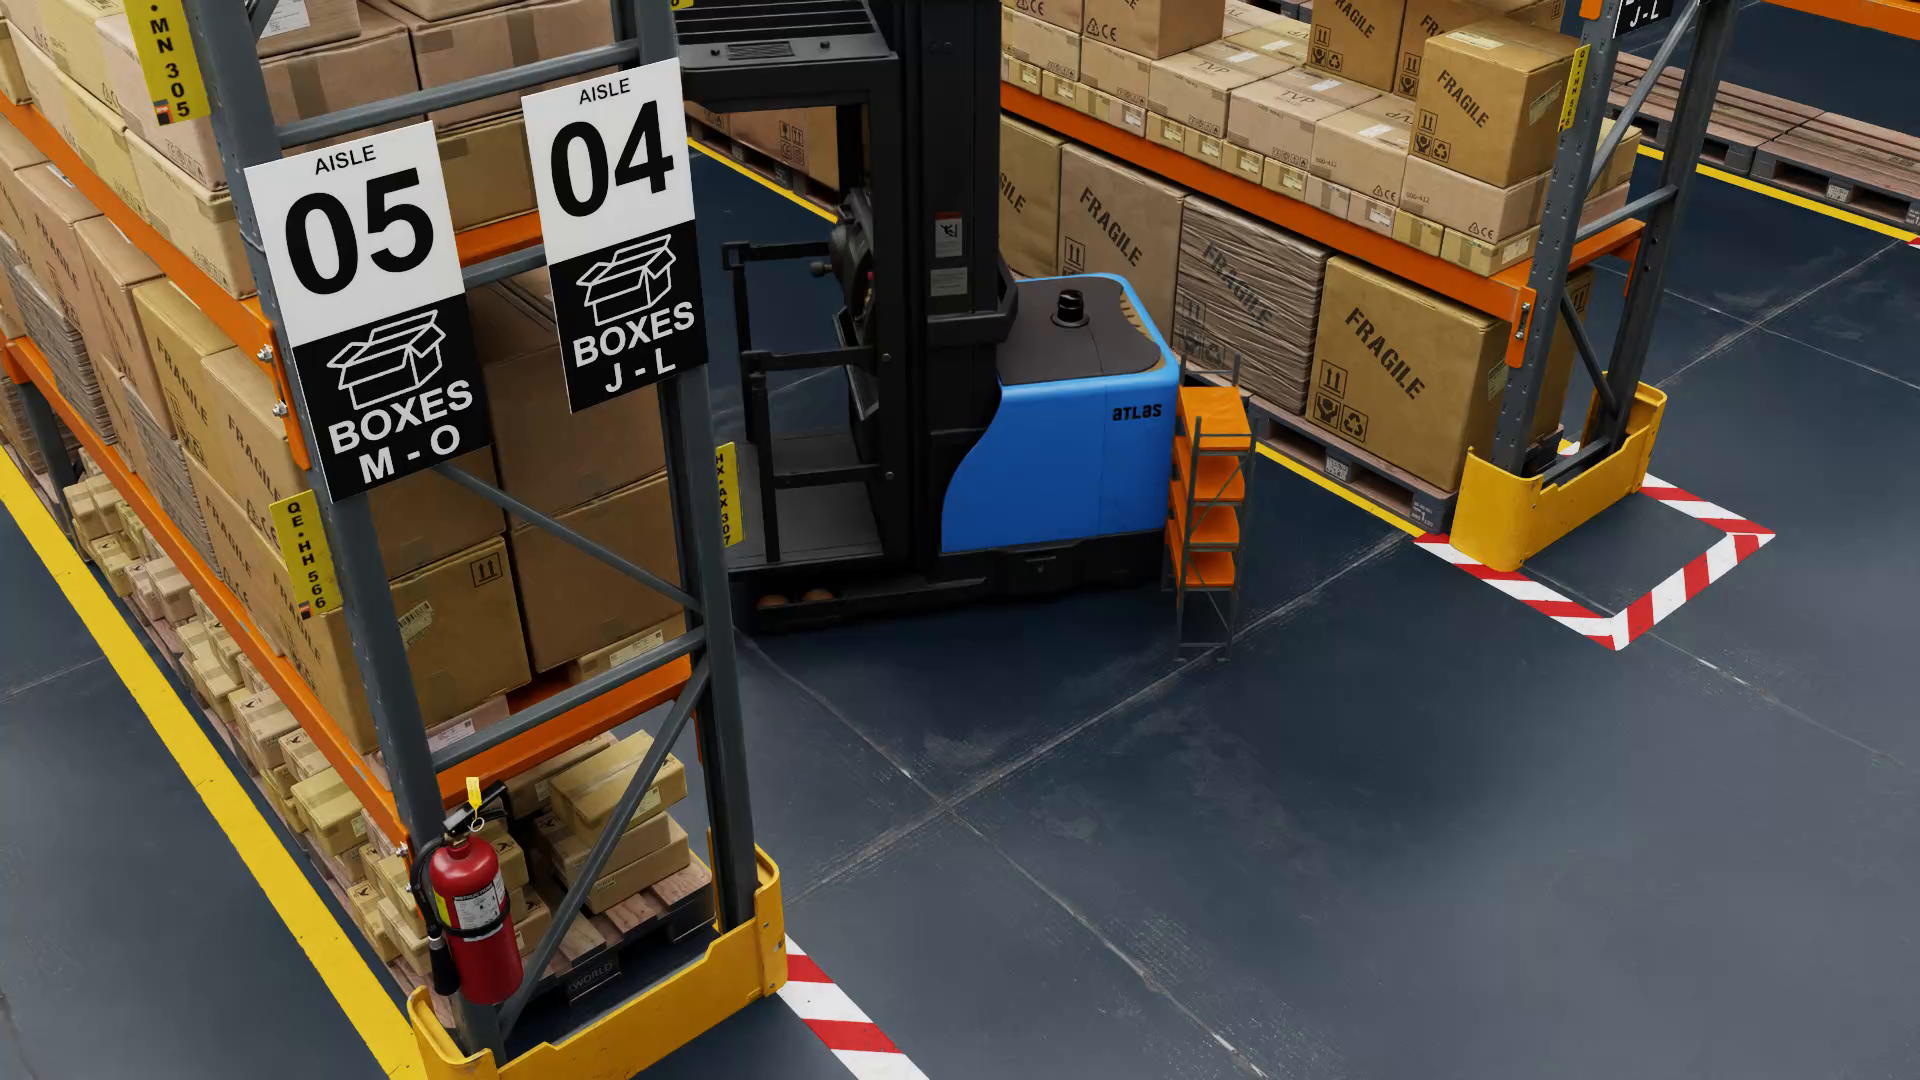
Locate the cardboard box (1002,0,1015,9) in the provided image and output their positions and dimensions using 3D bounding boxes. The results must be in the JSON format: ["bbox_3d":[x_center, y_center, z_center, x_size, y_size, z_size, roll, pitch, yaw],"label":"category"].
[{"bbox_3d":[0.321,-3.190,8.882,0.500,0.500,0.500,-26,43,-32],"label":"cardboard box"}]

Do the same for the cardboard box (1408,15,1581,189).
[{"bbox_3d":[2.274,-1.848,6.987,0.500,0.500,0.500,-25,43,-31],"label":"cardboard box"}]

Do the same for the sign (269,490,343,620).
[{"bbox_3d":[-1.502,0.037,3.827,0.100,0.325,0.005,-26,43,-32],"label":"sign"}]

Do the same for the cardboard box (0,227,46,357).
[{"bbox_3d":[-3.195,-0.959,6.165,0.500,0.500,0.500,-26,43,-32],"label":"cardboard box"}]

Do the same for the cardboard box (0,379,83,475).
[{"bbox_3d":[-4.317,-0.709,7.956,0.500,0.500,0.500,-27,43,-33],"label":"cardboard box"}]

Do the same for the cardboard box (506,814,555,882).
[{"bbox_3d":[-1.390,0.997,5.850,0.380,0.149,0.250,-26,43,-32],"label":"cardboard box"}]

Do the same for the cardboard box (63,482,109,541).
[{"bbox_3d":[-3.657,-0.175,7.248,0.380,0.149,0.250,-24,42,-30],"label":"cardboard box"}]

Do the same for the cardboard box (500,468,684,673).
[{"bbox_3d":[-1.144,-0.023,4.843,0.500,0.500,0.500,-24,42,-30],"label":"cardboard box"}]

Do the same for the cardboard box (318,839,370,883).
[{"bbox_3d":[-1.960,0.956,5.651,0.380,0.149,0.250,-28,44,-33],"label":"cardboard box"}]

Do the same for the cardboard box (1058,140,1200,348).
[{"bbox_3d":[1.153,-1.716,9.053,0.875,0.875,0.875,-26,43,-32],"label":"cardboard box"}]

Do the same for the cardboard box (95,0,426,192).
[{"bbox_3d":[-1.557,-1.035,3.717,0.500,0.250,0.500,-27,44,-33],"label":"cardboard box"}]

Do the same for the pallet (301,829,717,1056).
[{"bbox_3d":[-1.611,1.173,5.911,1.003,0.211,1.213,-26,43,-32],"label":"pallet"}]

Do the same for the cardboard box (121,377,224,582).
[{"bbox_3d":[-2.215,-0.273,5.197,0.500,0.500,0.500,-26,43,-32],"label":"cardboard box"}]

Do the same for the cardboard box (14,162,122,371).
[{"bbox_3d":[-2.564,-0.921,5.246,0.500,0.500,0.500,-28,44,-33],"label":"cardboard box"}]

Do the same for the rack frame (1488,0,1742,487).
[{"bbox_3d":[2.789,-1.365,7.081,1.000,3.000,0.127,-26,43,-32],"label":"rack frame"}]

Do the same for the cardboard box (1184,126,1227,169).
[{"bbox_3d":[1.321,-1.971,8.156,0.380,0.149,0.250,-25,42,-31],"label":"cardboard box"}]

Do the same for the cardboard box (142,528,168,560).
[{"bbox_3d":[-3.063,-0.003,6.748,0.380,0.149,0.250,-27,43,-33],"label":"cardboard box"}]

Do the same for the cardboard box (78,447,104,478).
[{"bbox_3d":[-3.582,-0.347,7.233,0.380,0.149,0.250,-24,42,-30],"label":"cardboard box"}]

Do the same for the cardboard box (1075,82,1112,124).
[{"bbox_3d":[0.821,-2.313,8.638,0.380,0.149,0.250,-27,43,-32],"label":"cardboard box"}]

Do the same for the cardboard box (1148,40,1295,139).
[{"bbox_3d":[1.279,-2.217,8.157,0.500,0.250,0.500,-26,43,-32],"label":"cardboard box"}]

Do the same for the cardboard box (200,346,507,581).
[{"bbox_3d":[-1.550,-0.239,4.283,0.500,0.500,0.500,-27,43,-33],"label":"cardboard box"}]

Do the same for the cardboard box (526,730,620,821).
[{"bbox_3d":[-1.341,0.842,5.811,0.380,0.149,0.250,-26,43,-32],"label":"cardboard box"}]

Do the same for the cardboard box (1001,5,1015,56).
[{"bbox_3d":[0.311,-2.886,9.102,0.500,0.250,0.500,-27,43,-33],"label":"cardboard box"}]

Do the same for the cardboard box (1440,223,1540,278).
[{"bbox_3d":[2.308,-1.296,7.203,0.380,0.149,0.250,-25,42,-31],"label":"cardboard box"}]

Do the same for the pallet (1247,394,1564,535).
[{"bbox_3d":[2.213,-0.550,8.345,1.003,0.211,1.213,-26,43,-32],"label":"pallet"}]

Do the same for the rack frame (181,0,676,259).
[{"bbox_3d":[-1.065,-2.007,2.799,1.000,3.000,0.127,-26,43,-32],"label":"rack frame"}]

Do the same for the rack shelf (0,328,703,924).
[{"bbox_3d":[-2.356,-0.149,5.987,1.077,0.370,4.000,-26,43,-32],"label":"rack shelf"}]

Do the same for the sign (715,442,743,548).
[{"bbox_3d":[-0.651,-0.115,4.568,0.100,0.325,0.005,-26,43,-32],"label":"sign"}]

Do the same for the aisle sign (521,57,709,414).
[{"bbox_3d":[-0.789,-0.700,3.893,0.394,0.787,0.004,-26,43,-32],"label":"aisle sign"}]

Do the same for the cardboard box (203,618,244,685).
[{"bbox_3d":[-2.593,0.353,6.245,0.380,0.149,0.250,-26,43,-32],"label":"cardboard box"}]

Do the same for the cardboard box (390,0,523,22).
[{"bbox_3d":[-1.100,-1.317,3.771,0.380,0.149,0.250,-26,43,-32],"label":"cardboard box"}]

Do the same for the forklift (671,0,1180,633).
[{"bbox_3d":[-0.620,-1.127,6.806,3.031,2.935,1.130,-6,36,-9],"label":"forklift"}]

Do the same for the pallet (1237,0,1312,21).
[{"bbox_3d":[2.734,-4.735,14.253,1.003,0.211,1.213,-26,43,-32],"label":"pallet"}]

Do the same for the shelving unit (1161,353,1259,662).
[{"bbox_3d":[1.019,-0.122,6.884,0.258,1.200,0.503,0,35,0],"label":"shelving unit"}]

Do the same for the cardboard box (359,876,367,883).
[{"bbox_3d":[-1.912,1.054,5.770,0.380,0.149,0.250,-26,43,-32],"label":"cardboard box"}]

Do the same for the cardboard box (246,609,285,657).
[{"bbox_3d":[-1.979,0.172,5.129,0.380,0.149,0.250,-25,42,-31],"label":"cardboard box"}]

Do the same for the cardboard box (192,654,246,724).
[{"bbox_3d":[-2.655,0.501,6.293,0.380,0.149,0.250,-26,43,-31],"label":"cardboard box"}]

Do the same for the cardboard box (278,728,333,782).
[{"bbox_3d":[-2.102,0.713,5.736,0.380,0.149,0.250,-28,44,-33],"label":"cardboard box"}]

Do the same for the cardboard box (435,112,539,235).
[{"bbox_3d":[-1.160,-1.016,4.123,0.500,0.250,0.500,-24,42,-30],"label":"cardboard box"}]

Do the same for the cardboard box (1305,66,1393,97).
[{"bbox_3d":[2.023,-2.188,8.116,0.500,0.250,0.500,-28,44,-33],"label":"cardboard box"}]

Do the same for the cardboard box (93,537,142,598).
[{"bbox_3d":[-3.485,0.065,7.166,0.380,0.149,0.250,-25,42,-31],"label":"cardboard box"}]

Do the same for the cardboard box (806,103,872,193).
[{"bbox_3d":[-0.221,-2.710,10.456,1.225,0.875,0.875,-26,43,-32],"label":"cardboard box"}]

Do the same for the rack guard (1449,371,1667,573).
[{"bbox_3d":[2.804,-0.334,7.789,1.175,0.500,0.348,-26,43,-32],"label":"rack guard"}]

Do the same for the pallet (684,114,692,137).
[{"bbox_3d":[-1.922,-3.382,12.343,1.003,0.211,1.213,-26,43,-32],"label":"pallet"}]

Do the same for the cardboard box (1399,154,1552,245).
[{"bbox_3d":[2.274,-1.540,7.201,0.500,0.250,0.500,-27,43,-32],"label":"cardboard box"}]

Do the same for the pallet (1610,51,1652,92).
[{"bbox_3d":[4.495,-3.530,12.551,1.003,0.211,1.213,-26,43,-32],"label":"pallet"}]

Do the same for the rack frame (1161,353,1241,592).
[{"bbox_3d":[1.017,-0.263,7.083,0.240,1.200,0.015,0,35,0],"label":"rack frame"}]

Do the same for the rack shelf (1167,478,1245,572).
[{"bbox_3d":[1.019,-0.067,6.923,0.258,0.148,0.480,0,35,0],"label":"rack shelf"}]

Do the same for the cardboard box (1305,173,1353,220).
[{"bbox_3d":[1.816,-1.633,7.678,0.380,0.149,0.250,-25,42,-31],"label":"cardboard box"}]

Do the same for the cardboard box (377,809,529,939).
[{"bbox_3d":[-1.600,1.051,5.260,0.380,0.149,0.250,-25,43,-31],"label":"cardboard box"}]

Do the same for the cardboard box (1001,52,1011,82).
[{"bbox_3d":[0.314,-2.657,9.124,0.380,0.149,0.250,-28,44,-33],"label":"cardboard box"}]

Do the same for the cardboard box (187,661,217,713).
[{"bbox_3d":[-2.789,0.505,6.545,0.380,0.149,0.250,-27,44,-33],"label":"cardboard box"}]

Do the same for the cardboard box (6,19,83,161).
[{"bbox_3d":[-2.205,-1.271,4.483,0.500,0.250,0.500,-24,42,-30],"label":"cardboard box"}]
